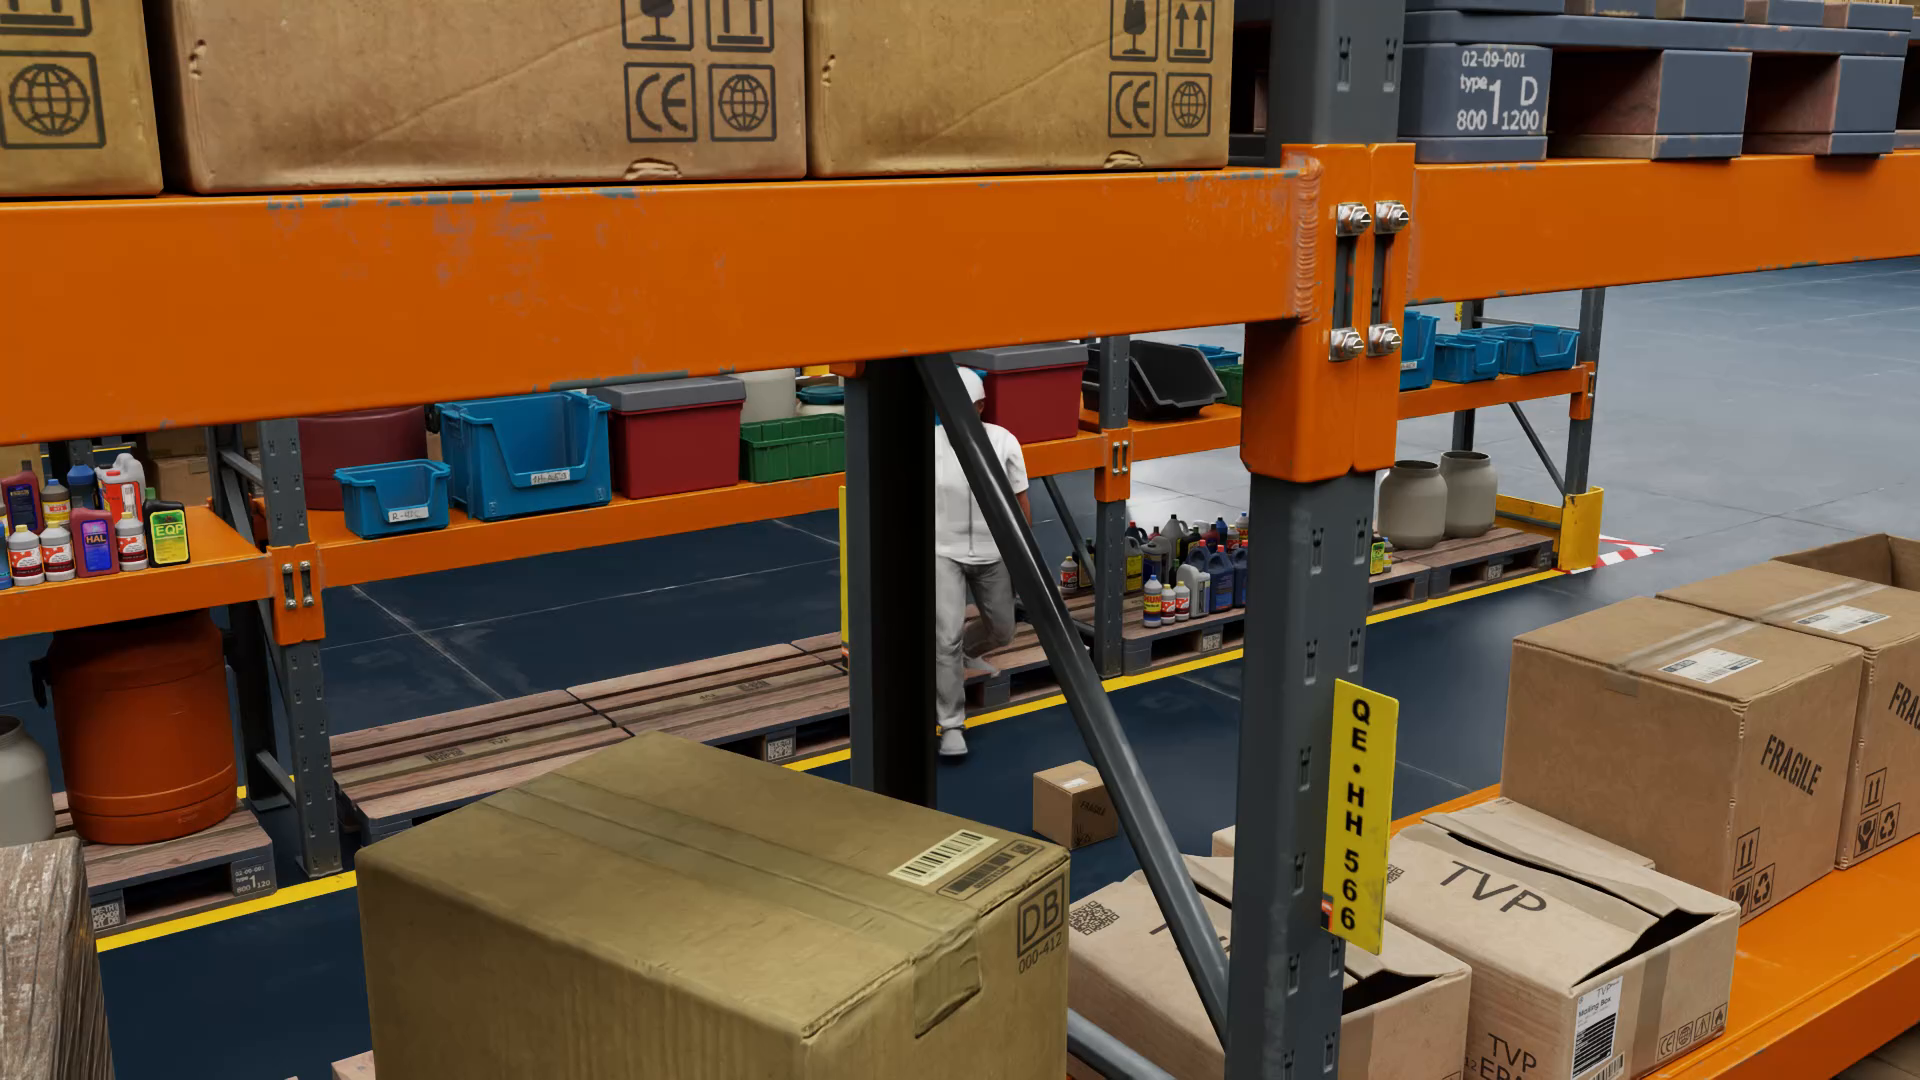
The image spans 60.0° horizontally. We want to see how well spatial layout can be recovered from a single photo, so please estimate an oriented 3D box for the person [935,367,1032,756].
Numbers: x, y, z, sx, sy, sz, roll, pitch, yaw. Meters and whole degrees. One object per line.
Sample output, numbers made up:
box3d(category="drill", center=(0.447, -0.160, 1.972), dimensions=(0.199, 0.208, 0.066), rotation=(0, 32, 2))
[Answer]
box3d(category="person", center=(0.043, 0.058, 7.744), dimensions=(0.614, 1.744, 0.927), rotation=(-3, 15, -11))
